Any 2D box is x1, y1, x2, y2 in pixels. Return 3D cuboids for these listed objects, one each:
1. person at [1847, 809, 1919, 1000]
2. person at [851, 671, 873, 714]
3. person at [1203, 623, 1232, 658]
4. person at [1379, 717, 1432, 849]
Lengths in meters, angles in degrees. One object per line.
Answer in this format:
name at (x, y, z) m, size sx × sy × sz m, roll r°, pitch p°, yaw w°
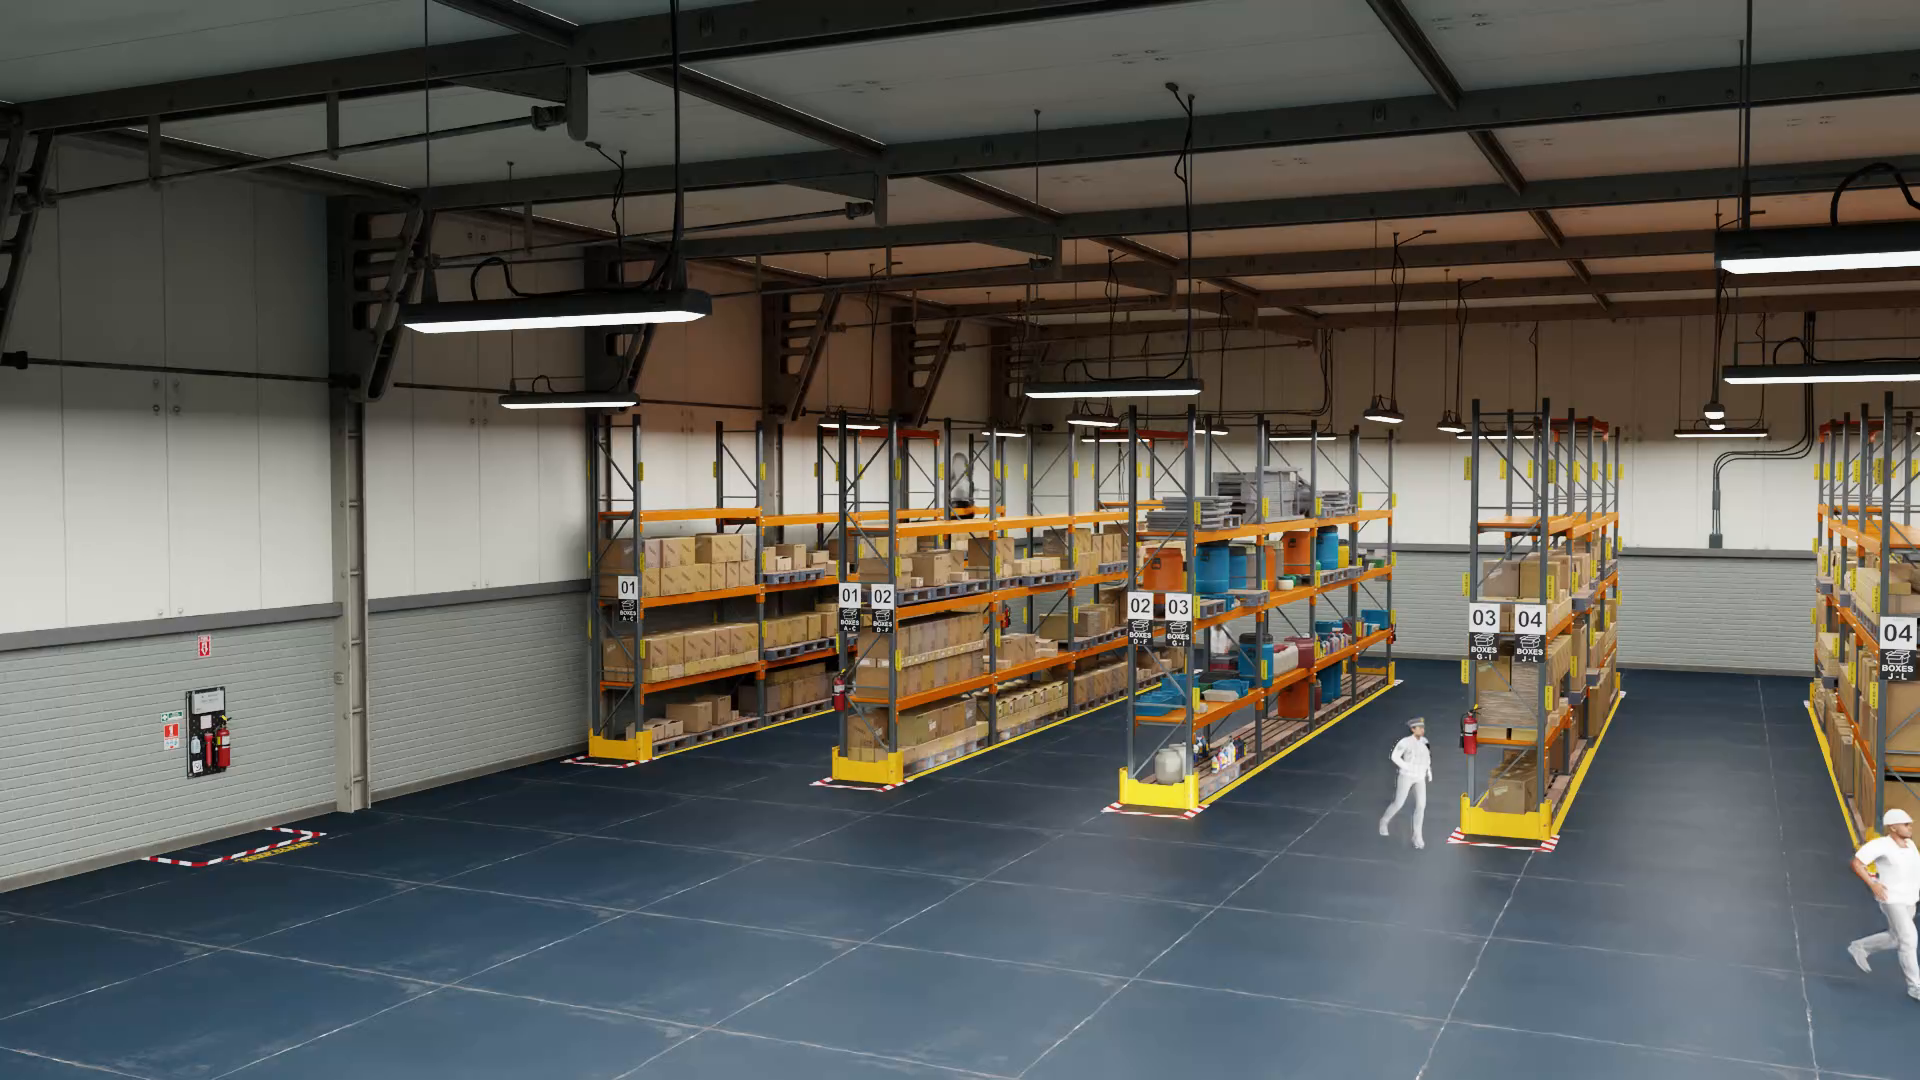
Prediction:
person at (8.956, 3.460, 15.932) m, size 0.700 × 1.773 × 0.968 m, roll -1°, pitch 3°, yaw -30°
person at (-1.751, 2.914, 30.580) m, size 0.606 × 1.647 × 0.552 m, roll 1°, pitch 2°, yaw 18°
person at (5.903, 2.574, 38.108) m, size 0.655 × 1.746 × 0.625 m, roll 1°, pitch 2°, yaw 13°
person at (6.133, 3.234, 22.465) m, size 0.680 × 1.688 × 0.888 m, roll -1°, pitch 2°, yaw -15°
